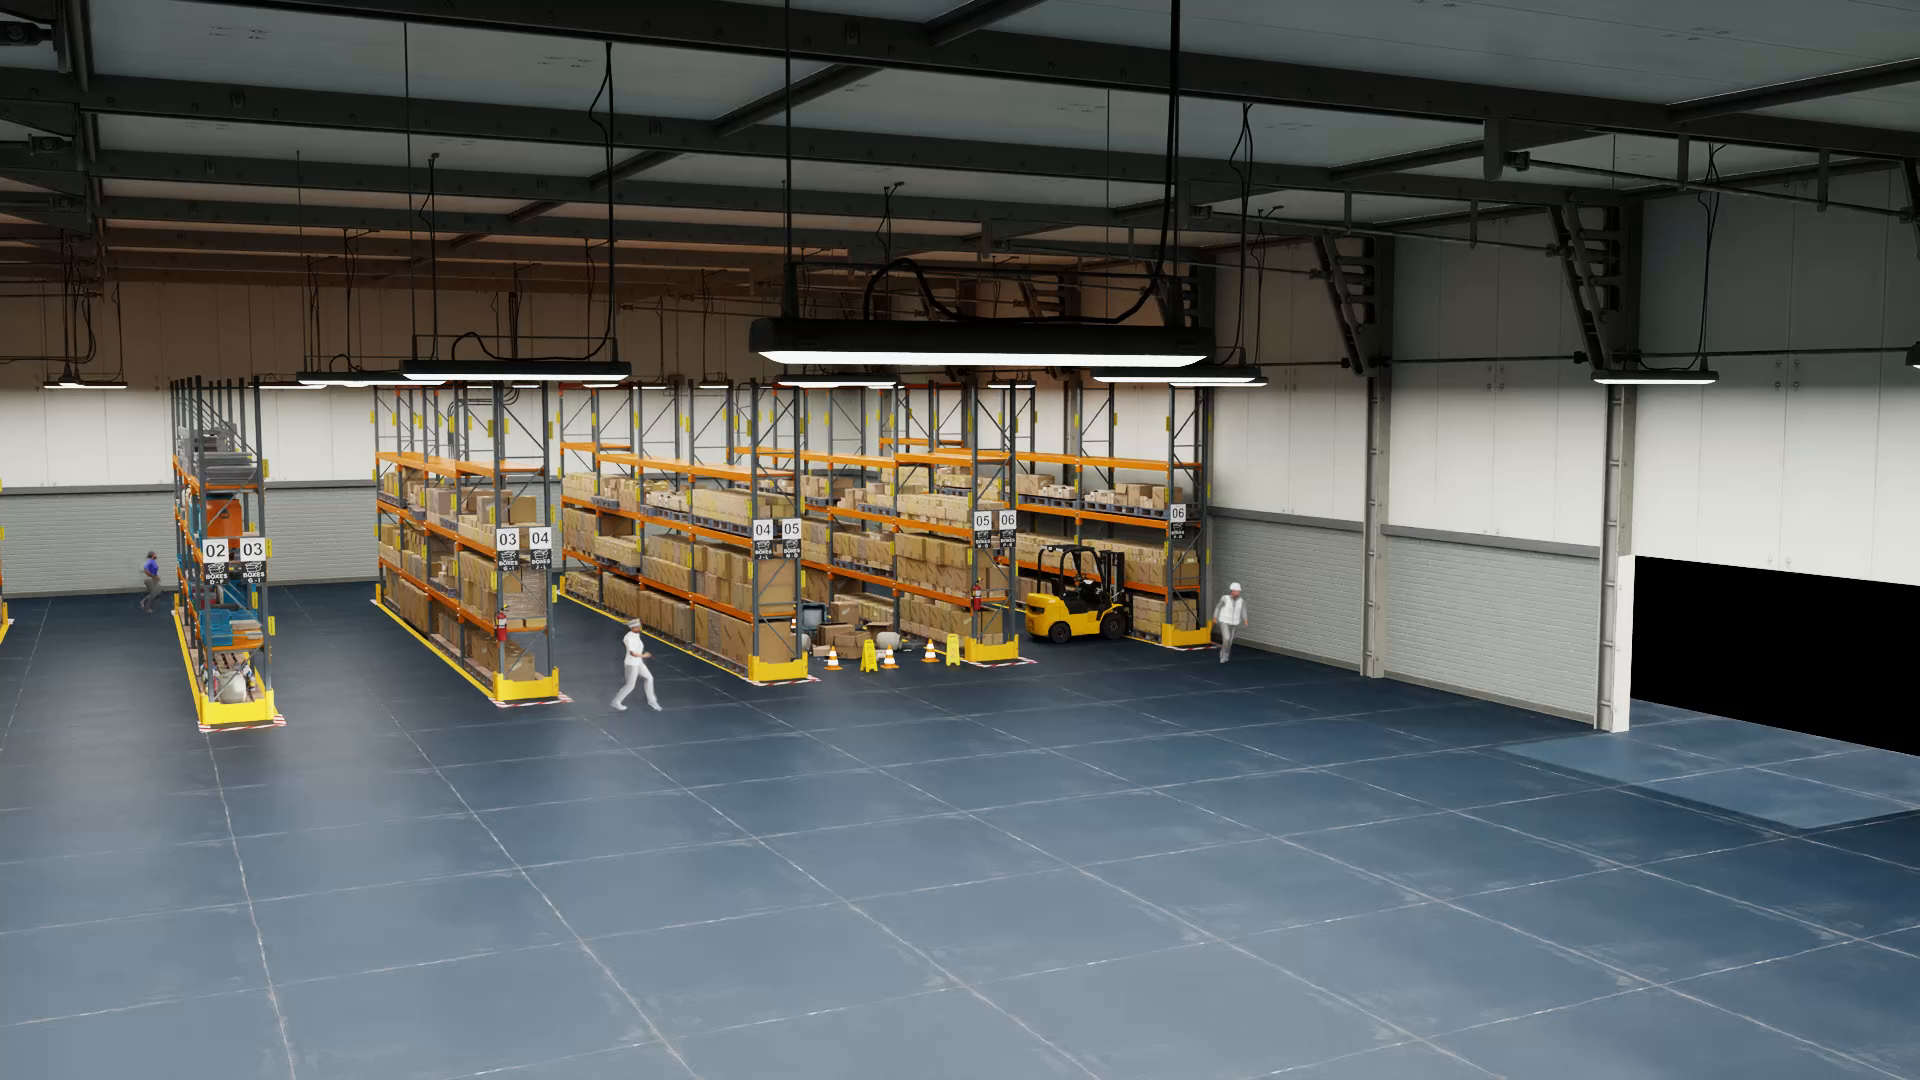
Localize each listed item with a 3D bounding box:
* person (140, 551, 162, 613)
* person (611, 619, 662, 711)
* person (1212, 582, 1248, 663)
[{"bbox_3d":[-21.122,1.077,43.457,0.517,1.586,0.608,-1,5,-8],"label":"person"},{"bbox_3d":[-5.817,2.249,29.713,0.867,1.715,0.560,0,5,2],"label":"person"},{"bbox_3d":[5.714,1.730,35.102,0.638,1.711,0.764,-1,5,-15],"label":"person"}]
